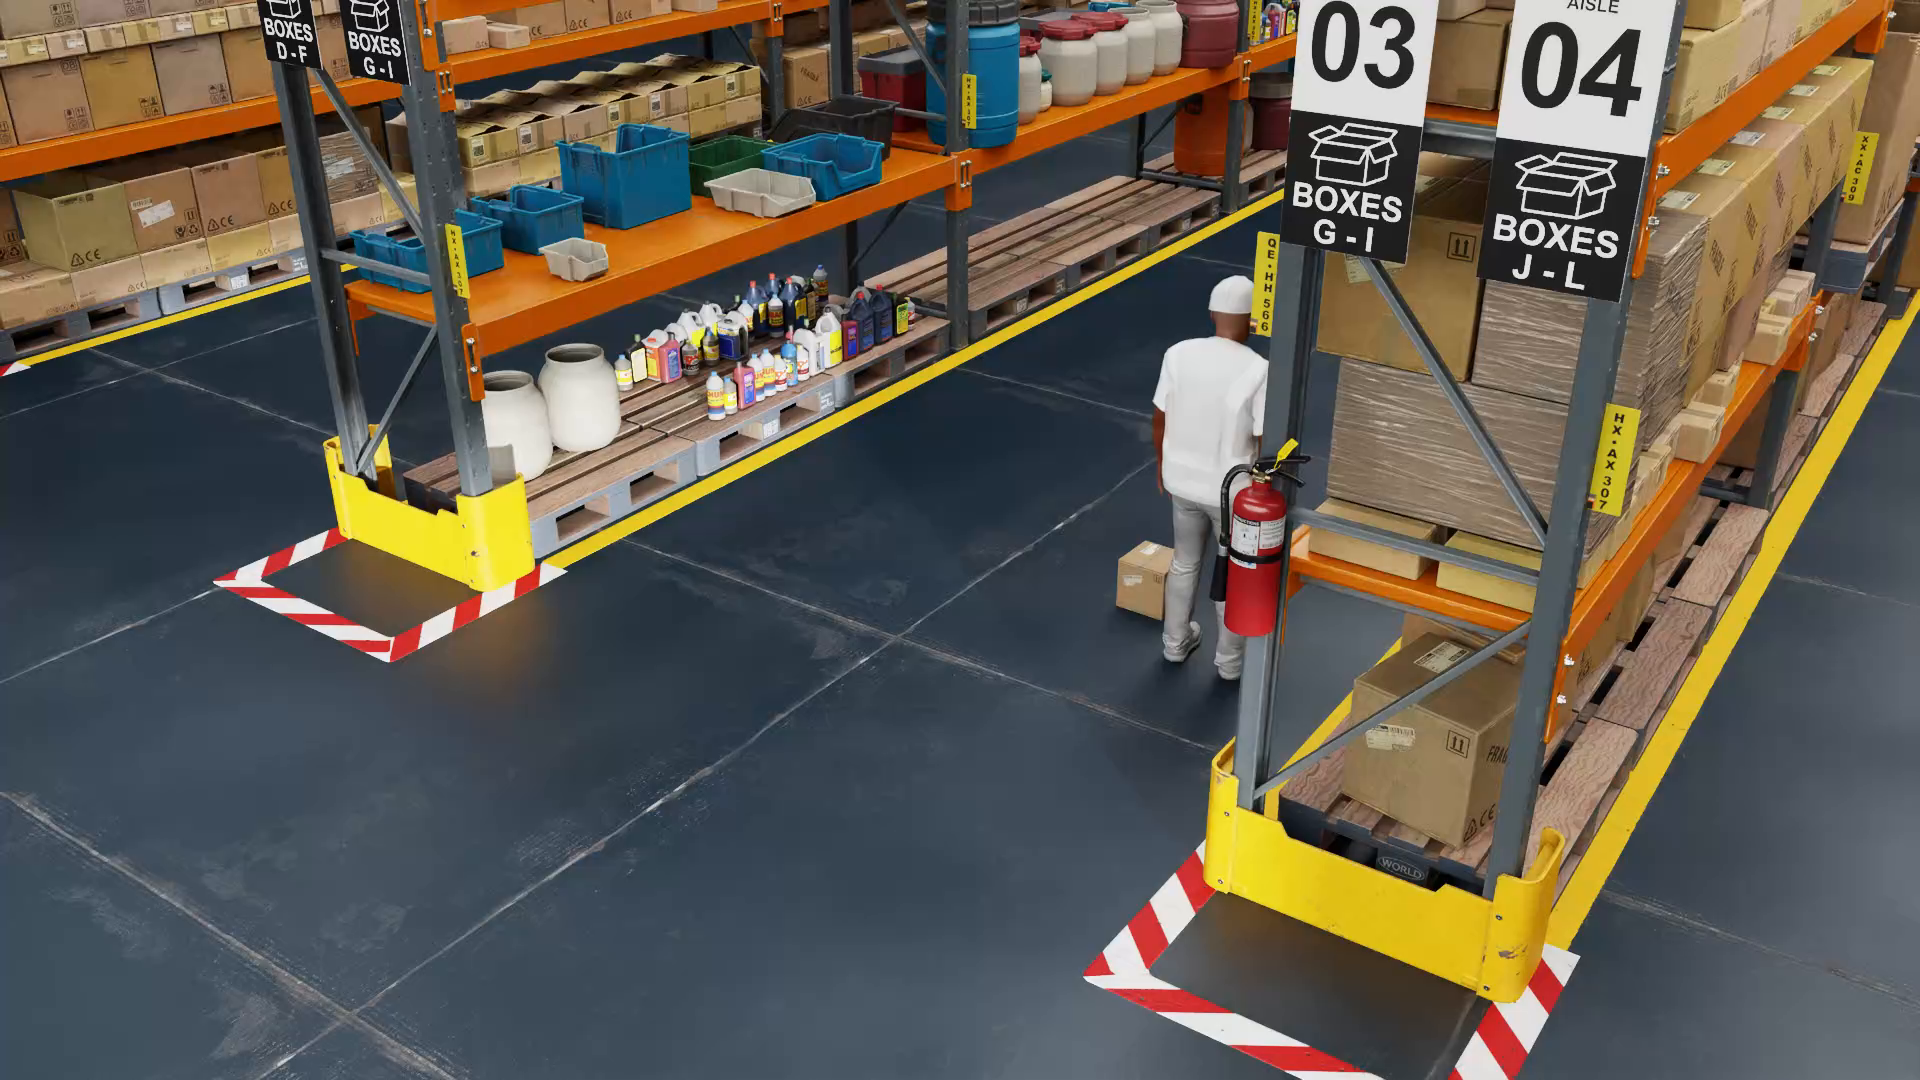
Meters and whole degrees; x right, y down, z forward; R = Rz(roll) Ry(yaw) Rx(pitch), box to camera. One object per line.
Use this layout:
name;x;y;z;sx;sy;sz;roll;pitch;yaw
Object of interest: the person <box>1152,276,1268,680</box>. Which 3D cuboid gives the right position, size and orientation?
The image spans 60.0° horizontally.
person;1.106;-0.258;7.109;0.627;1.758;0.457;20;33;34
